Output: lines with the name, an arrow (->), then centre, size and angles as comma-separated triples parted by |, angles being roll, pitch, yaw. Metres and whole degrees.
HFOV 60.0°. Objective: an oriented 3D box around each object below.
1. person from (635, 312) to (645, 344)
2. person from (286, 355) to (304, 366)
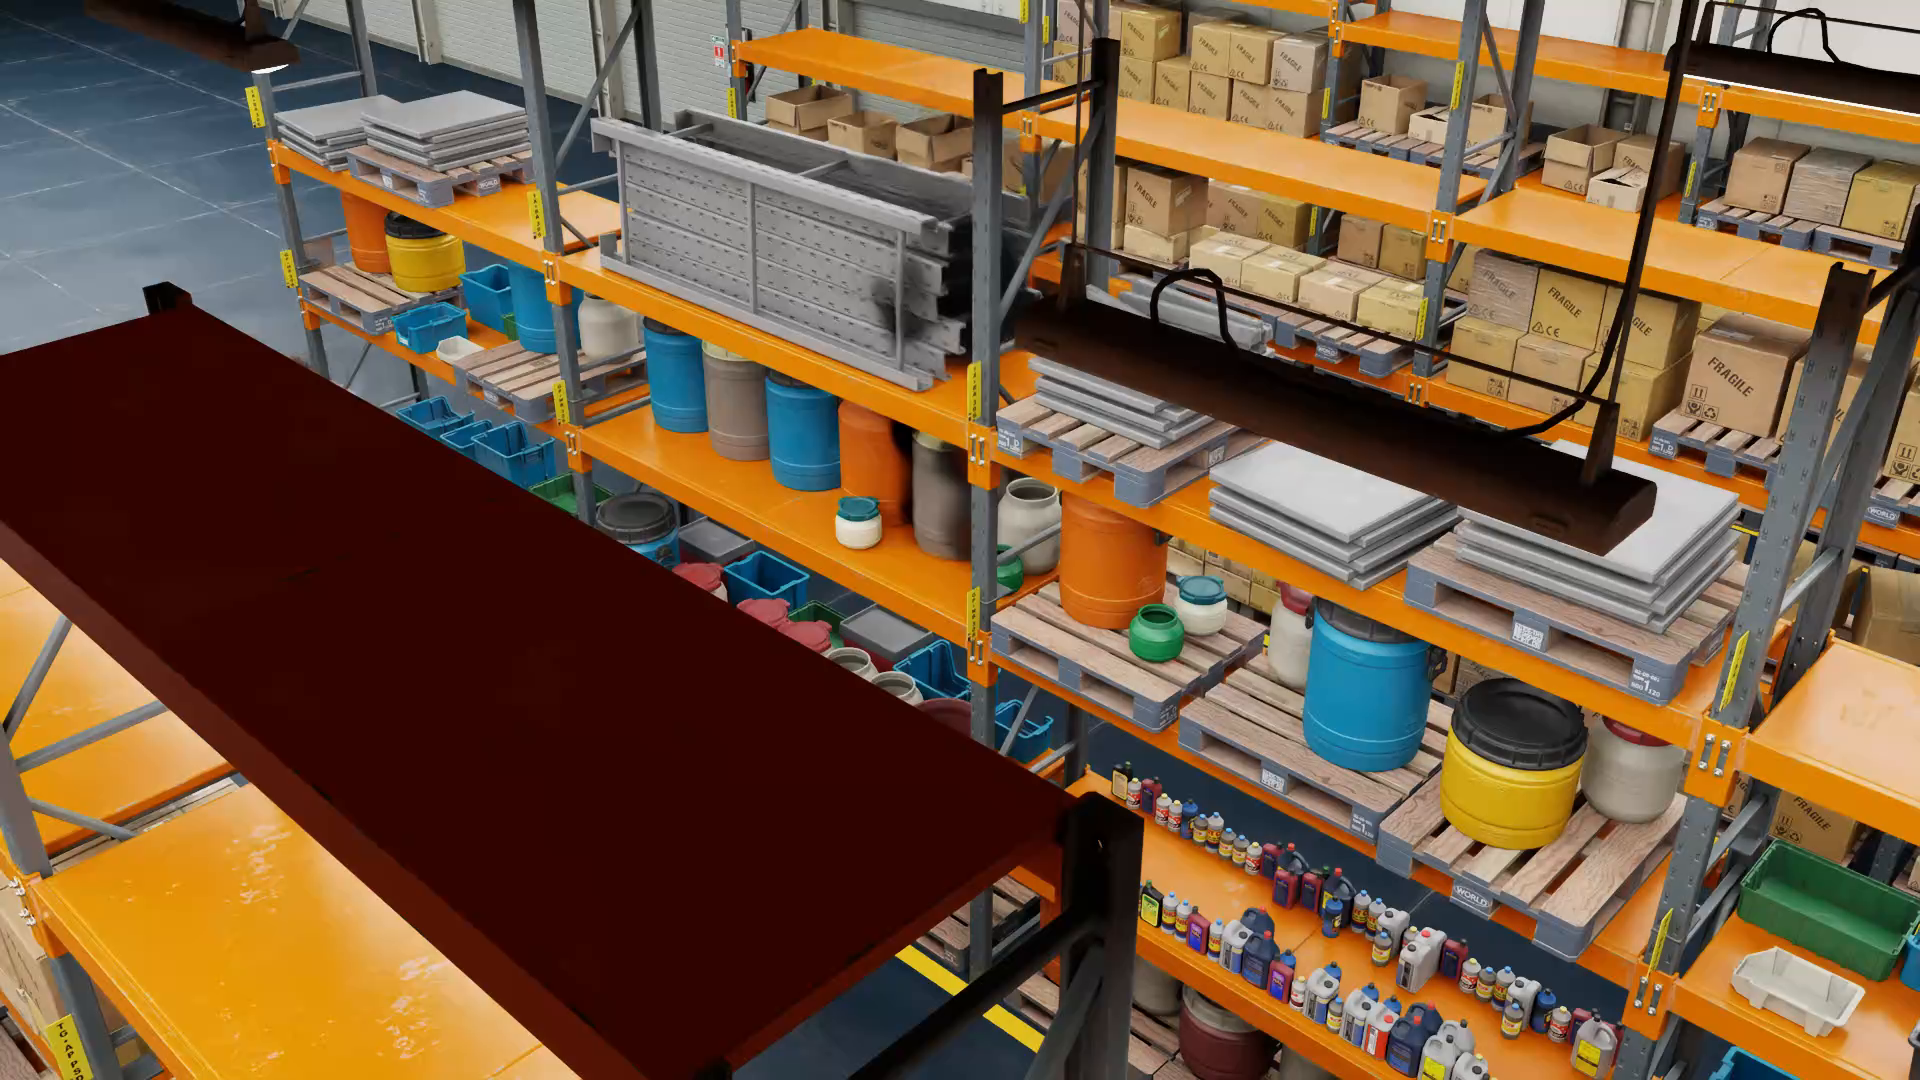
person -> -3.875, -2.786, 19.438 | 0.670, 1.830, 0.645 | -10, 31, -17
person -> -6.508, -1.143, 16.673 | 0.757, 1.572, 0.554 | -8, 30, -13
